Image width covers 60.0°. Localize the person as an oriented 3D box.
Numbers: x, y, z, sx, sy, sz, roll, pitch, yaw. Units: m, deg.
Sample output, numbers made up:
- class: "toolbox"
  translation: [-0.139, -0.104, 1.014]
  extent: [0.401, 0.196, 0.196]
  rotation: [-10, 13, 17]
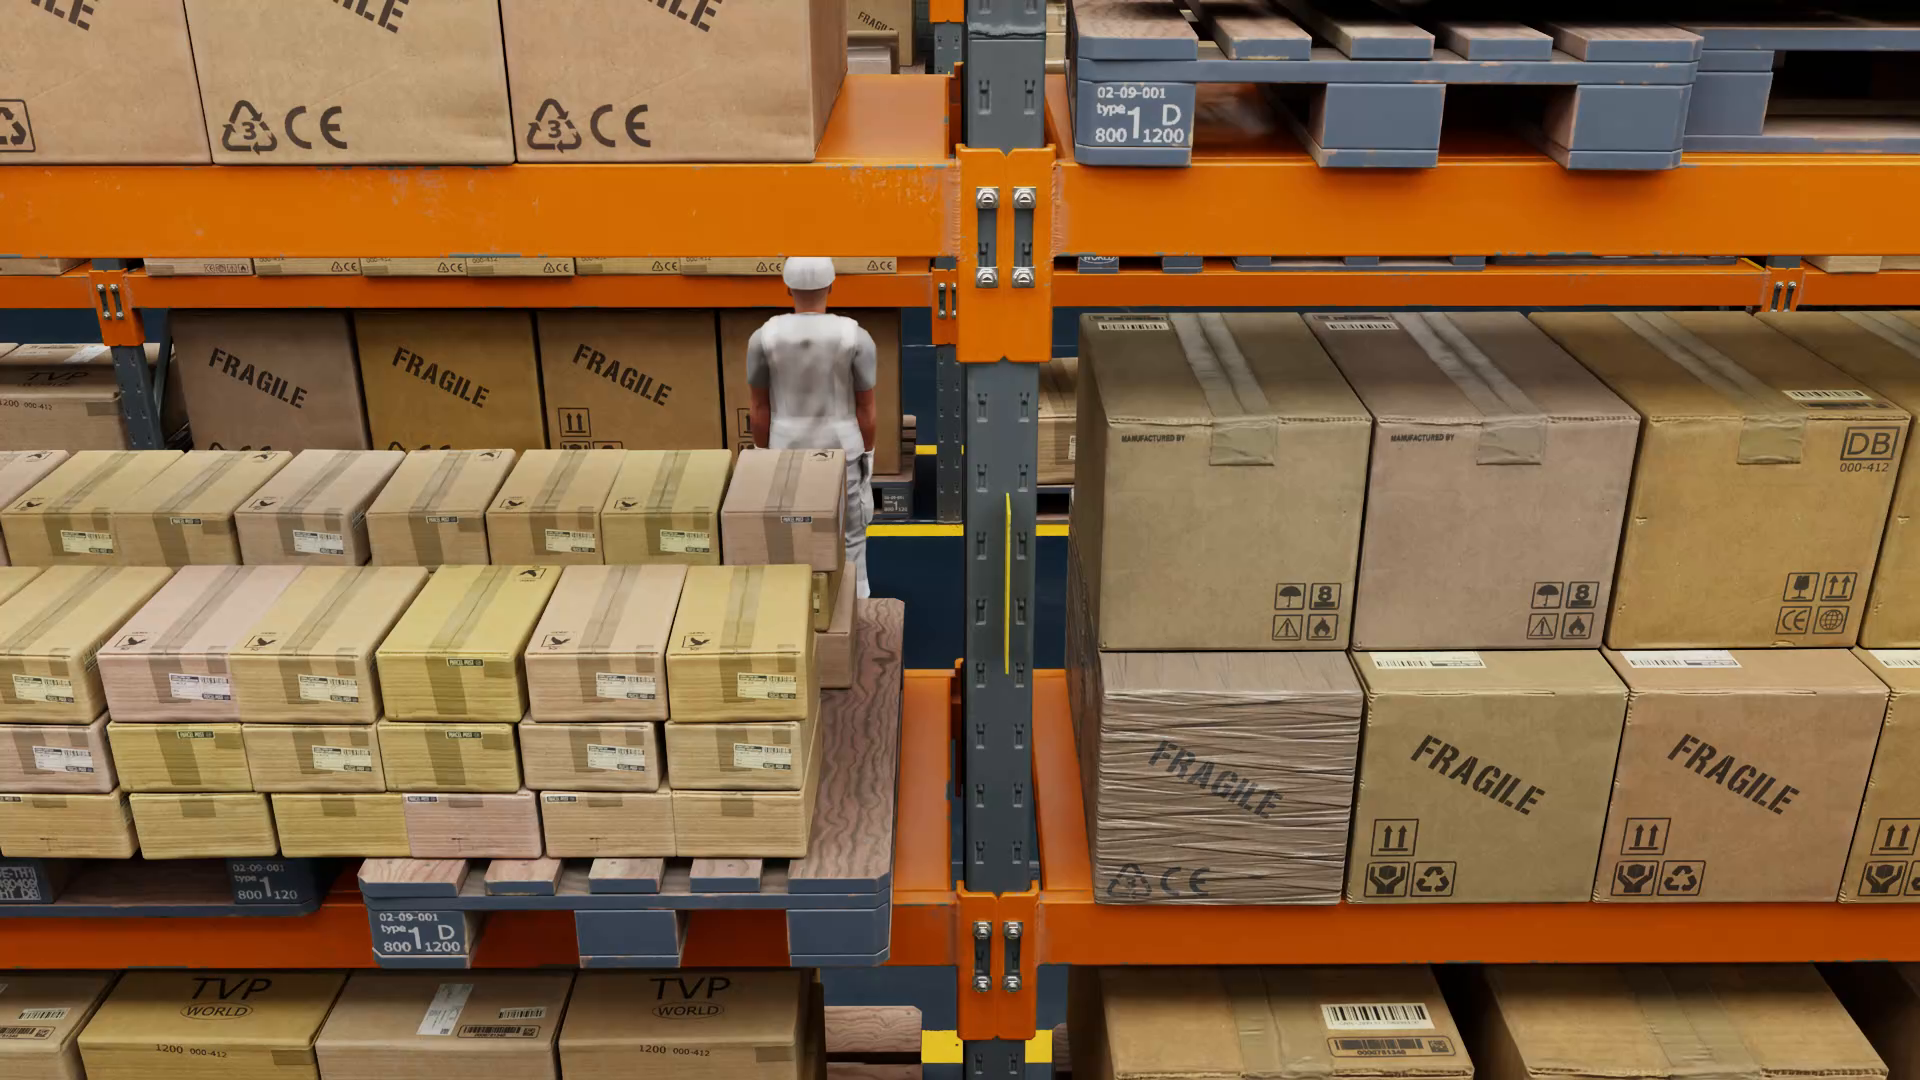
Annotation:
- class: "person"
  translation: [-0.593, -0.335, 6.859]
  extent: [0.525, 1.809, 0.349]
  rotation: [0, 24, 1]
